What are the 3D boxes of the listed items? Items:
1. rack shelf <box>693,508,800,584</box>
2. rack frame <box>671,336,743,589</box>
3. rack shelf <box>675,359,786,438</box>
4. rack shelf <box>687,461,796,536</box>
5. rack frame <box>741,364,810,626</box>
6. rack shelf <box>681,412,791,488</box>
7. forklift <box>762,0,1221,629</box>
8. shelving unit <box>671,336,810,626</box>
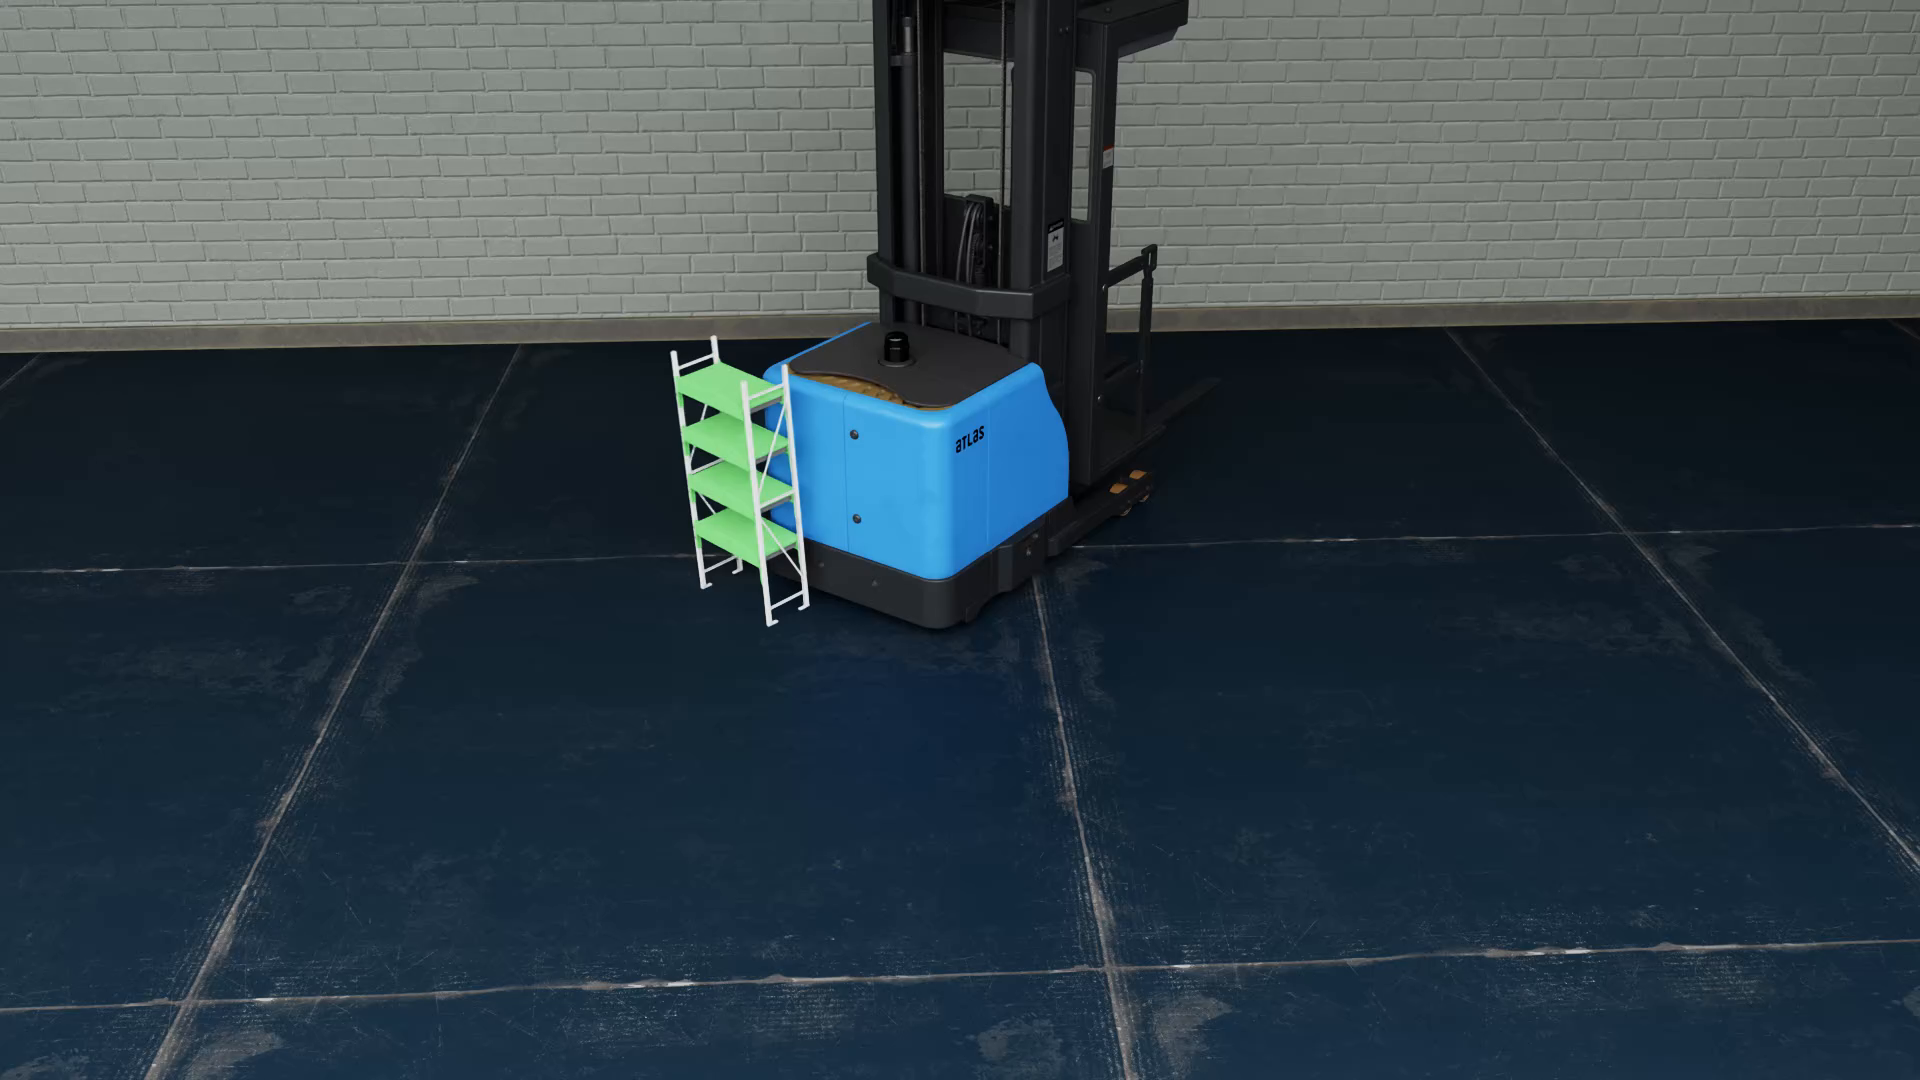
[{"bbox_3d":[-0.964,0.007,7.583,0.258,0.148,0.480,-28,38,-37],"label":"rack shelf"},{"bbox_3d":[-1.147,-0.338,7.587,0.240,1.200,0.015,-28,38,-37],"label":"rack frame"},{"bbox_3d":[-0.989,-0.620,7.229,0.258,0.148,0.480,-28,38,-37],"label":"rack shelf"},{"bbox_3d":[-0.973,-0.202,7.465,0.258,0.148,0.480,-28,38,-37],"label":"rack shelf"},{"bbox_3d":[-0.802,-0.178,7.280,0.240,1.200,0.015,-28,38,-37],"label":"rack frame"},{"bbox_3d":[-0.981,-0.411,7.347,0.258,0.148,0.480,-28,38,-37],"label":"rack shelf"},{"bbox_3d":[0.358,-1.537,8.028,1.130,2.935,3.031,18,32,30],"label":"forklift"},{"bbox_3d":[-0.975,-0.258,7.434,0.258,1.200,0.503,-28,38,-37],"label":"shelving unit"}]
